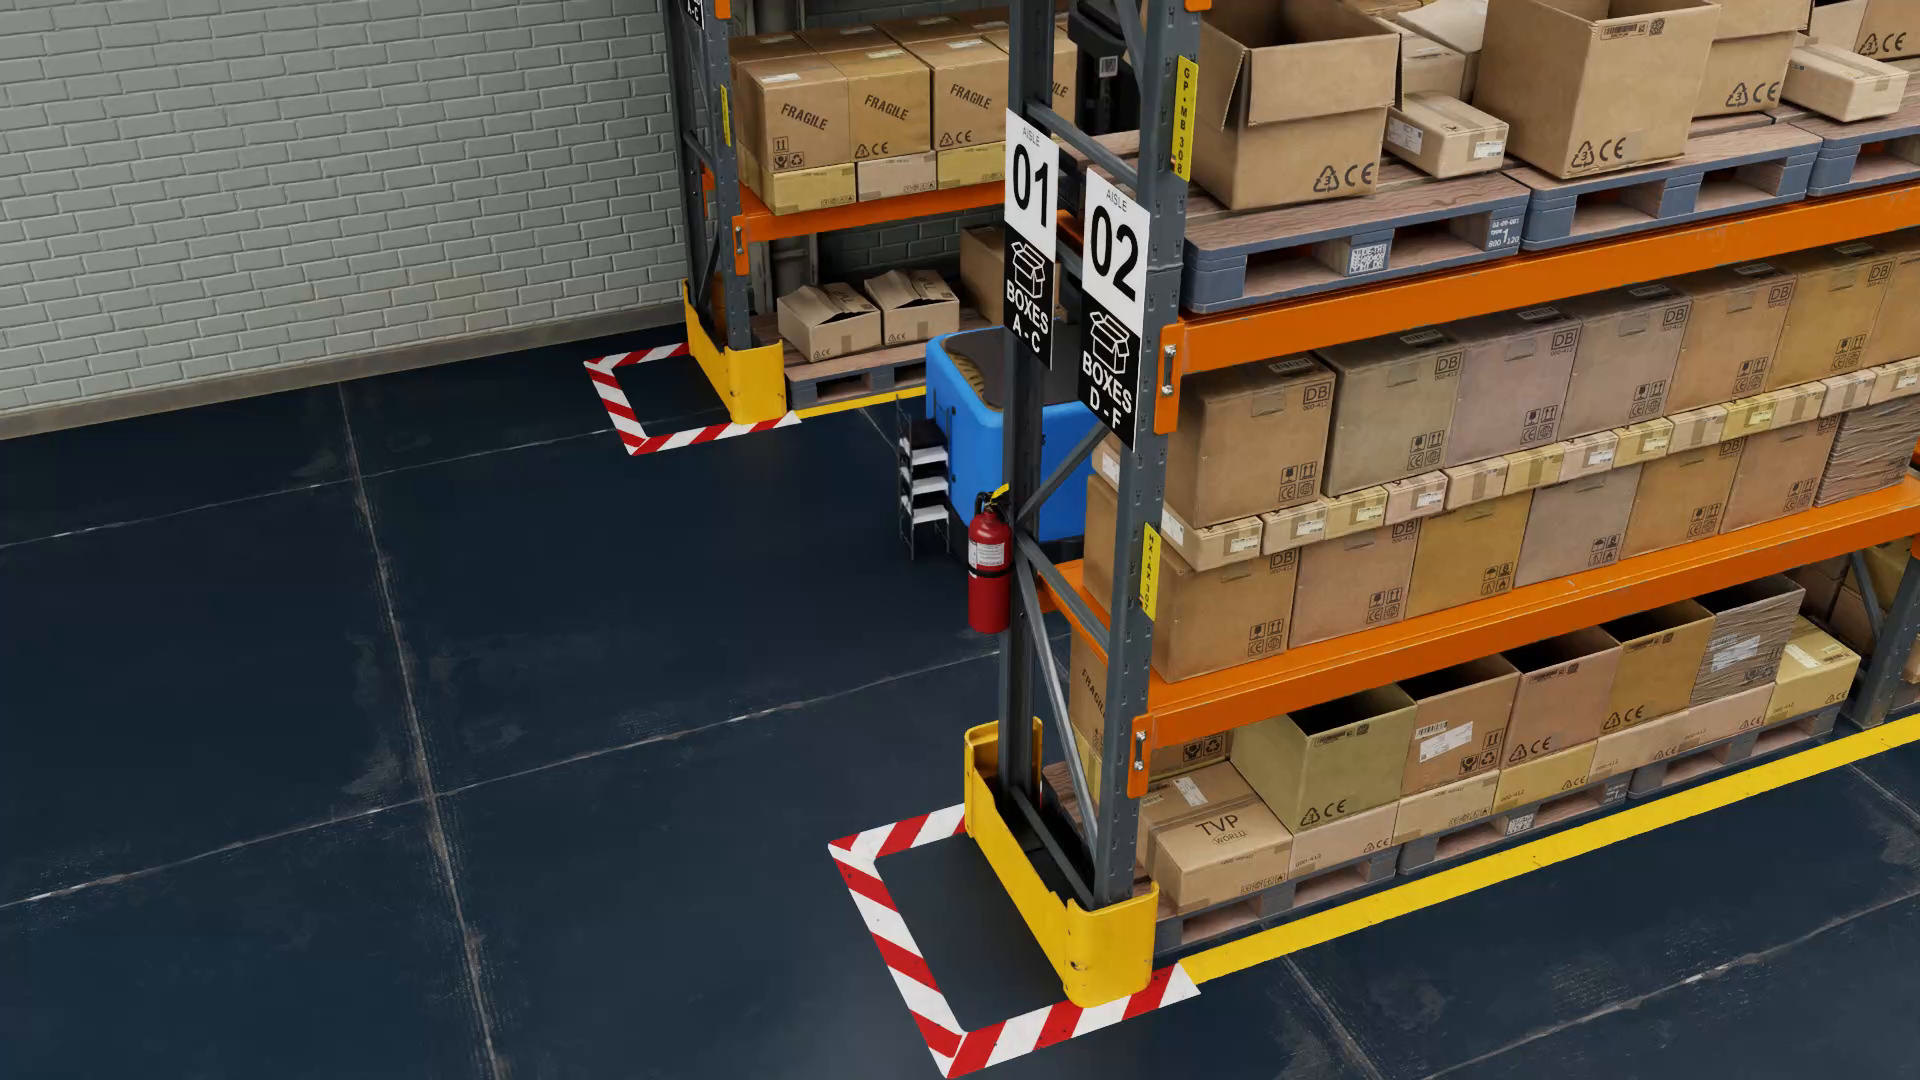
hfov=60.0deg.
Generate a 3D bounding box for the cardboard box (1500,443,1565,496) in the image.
[{"bbox_3d":[2.038,-0.341,6.255,0.250,0.149,0.380,-13,35,-20],"label":"cardboard box"}]

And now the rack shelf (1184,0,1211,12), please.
[{"bbox_3d":[2.250,-2.247,5.397,4.000,0.370,1.077,-13,35,-19],"label":"rack shelf"}]

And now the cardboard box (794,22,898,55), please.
[{"bbox_3d":[-0.695,-2.838,10.210,0.500,0.500,0.500,-12,35,-18],"label":"cardboard box"}]

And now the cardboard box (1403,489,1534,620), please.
[{"bbox_3d":[1.784,-0.129,6.524,0.500,0.500,0.700,-13,35,-19],"label":"cardboard box"}]

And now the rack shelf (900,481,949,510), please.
[{"bbox_3d":[-0.196,-0.240,8.938,0.200,0.077,0.258,-10,34,-16],"label":"rack shelf"}]

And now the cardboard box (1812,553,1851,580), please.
[{"bbox_3d":[4.357,-0.113,8.213,0.500,0.311,0.500,-13,35,-19],"label":"cardboard box"}]

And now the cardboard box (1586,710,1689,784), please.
[{"bbox_3d":[2.831,0.774,7.365,0.500,0.250,0.500,-13,35,-19],"label":"cardboard box"}]

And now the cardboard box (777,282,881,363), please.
[{"bbox_3d":[-0.842,-1.428,10.675,0.500,0.311,0.500,-17,37,-24],"label":"cardboard box"}]

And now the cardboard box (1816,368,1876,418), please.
[{"bbox_3d":[3.457,-0.665,6.754,0.250,0.149,0.380,-14,36,-20],"label":"cardboard box"}]

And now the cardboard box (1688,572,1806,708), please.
[{"bbox_3d":[3.286,0.345,7.335,0.500,0.500,0.500,-13,35,-19],"label":"cardboard box"}]

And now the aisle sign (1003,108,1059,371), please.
[{"bbox_3d":[0.232,-1.003,5.576,0.004,0.787,0.394,-13,35,-19],"label":"aisle sign"}]

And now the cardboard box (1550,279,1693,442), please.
[{"bbox_3d":[2.299,-0.795,6.359,0.500,0.500,0.700,-13,35,-19],"label":"cardboard box"}]

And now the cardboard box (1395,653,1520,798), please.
[{"bbox_3d":[1.903,0.662,6.848,0.500,0.500,0.500,-13,35,-19],"label":"cardboard box"}]

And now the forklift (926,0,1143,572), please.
[{"bbox_3d":[1.377,-1.427,8.673,3.031,2.935,1.130,-10,34,-16],"label":"forklift"}]

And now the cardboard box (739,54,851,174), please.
[{"bbox_3d":[-0.958,-2.480,9.660,0.500,0.500,0.500,-13,35,-19],"label":"cardboard box"}]

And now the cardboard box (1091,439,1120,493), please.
[{"bbox_3d":[0.685,-0.270,6.146,0.250,0.149,0.380,-13,35,-20],"label":"cardboard box"}]

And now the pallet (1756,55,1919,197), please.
[{"bbox_3d":[3.318,-1.651,6.286,1.213,0.211,1.003,-13,35,-19],"label":"pallet"}]

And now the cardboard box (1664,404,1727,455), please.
[{"bbox_3d":[2.755,-0.506,6.508,0.250,0.149,0.380,-12,35,-18],"label":"cardboard box"}]

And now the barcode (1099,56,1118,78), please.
[{"bbox_3d":[0.498,-1.587,5.574,0.075,0.075,0.001,-13,35,-19],"label":"barcode"}]

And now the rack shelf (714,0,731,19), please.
[{"bbox_3d":[0.329,-3.648,9.933,4.000,0.370,1.077,-13,35,-19],"label":"rack shelf"}]

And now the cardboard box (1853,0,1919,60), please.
[{"bbox_3d":[3.528,-2.184,6.419,0.500,0.500,0.500,-10,34,-15],"label":"cardboard box"}]

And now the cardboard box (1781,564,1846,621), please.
[{"bbox_3d":[4.364,0.119,8.371,0.500,0.250,0.500,-13,35,-19],"label":"cardboard box"}]

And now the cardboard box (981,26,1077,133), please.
[{"bbox_3d":[0.451,-2.800,10.152,0.500,0.500,0.500,-12,35,-17],"label":"cardboard box"}]

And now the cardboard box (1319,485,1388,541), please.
[{"bbox_3d":[1.324,-0.177,6.004,0.250,0.149,0.380,-13,35,-19],"label":"cardboard box"}]

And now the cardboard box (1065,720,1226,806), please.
[{"bbox_3d":[0.786,0.935,7.117,0.500,0.250,0.500,-13,35,-19],"label":"cardboard box"}]

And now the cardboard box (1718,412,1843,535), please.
[{"bbox_3d":[3.204,-0.455,7.025,0.500,0.500,0.700,-13,35,-19],"label":"cardboard box"}]

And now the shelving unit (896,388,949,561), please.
[{"bbox_3d":[-0.196,-0.343,8.870,0.210,0.900,0.258,-10,34,-16],"label":"shelving unit"}]

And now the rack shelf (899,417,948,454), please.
[{"bbox_3d":[-0.196,-0.542,8.741,0.200,0.077,0.258,-10,34,-16],"label":"rack shelf"}]

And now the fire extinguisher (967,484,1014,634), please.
[{"bbox_3d":[0.117,0.044,6.421,0.183,0.674,0.296,-13,35,-19],"label":"fire extinguisher"}]

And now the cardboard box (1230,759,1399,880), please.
[{"bbox_3d":[1.446,1.088,6.882,0.500,0.250,0.500,-13,35,-19],"label":"cardboard box"}]

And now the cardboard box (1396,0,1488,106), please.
[{"bbox_3d":[1.879,-1.728,5.891,0.500,0.311,0.500,-9,34,-13],"label":"cardboard box"}]

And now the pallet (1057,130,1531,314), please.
[{"bbox_3d":[1.068,-1.136,5.495,1.213,0.211,1.003,-13,35,-19],"label":"pallet"}]

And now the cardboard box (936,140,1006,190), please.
[{"bbox_3d":[0.003,-2.380,10.195,0.500,0.250,0.500,-13,35,-20],"label":"cardboard box"}]

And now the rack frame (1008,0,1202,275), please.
[{"bbox_3d":[0.406,-2.294,4.443,0.127,3.000,1.000,-13,35,-19],"label":"rack frame"}]

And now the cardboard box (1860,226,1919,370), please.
[{"bbox_3d":[3.688,-1.113,6.847,0.500,0.500,0.700,-13,35,-19],"label":"cardboard box"}]

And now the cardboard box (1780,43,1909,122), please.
[{"bbox_3d":[3.088,-1.619,5.872,0.250,0.149,0.380,-13,35,-19],"label":"cardboard box"}]

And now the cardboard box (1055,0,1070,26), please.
[{"bbox_3d":[0.719,-3.170,10.722,0.500,0.500,0.500,-12,35,-18],"label":"cardboard box"}]

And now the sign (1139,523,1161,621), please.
[{"bbox_3d":[0.616,0.104,5.391,0.005,0.325,0.100,-13,35,-19],"label":"sign"}]

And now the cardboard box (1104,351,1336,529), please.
[{"bbox_3d":[0.890,-0.469,5.857,0.500,0.500,0.700,-13,35,-19],"label":"cardboard box"}]

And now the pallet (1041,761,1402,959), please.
[{"bbox_3d":[1.095,1.206,7.120,1.213,0.211,1.003,-13,35,-19],"label":"pallet"}]
